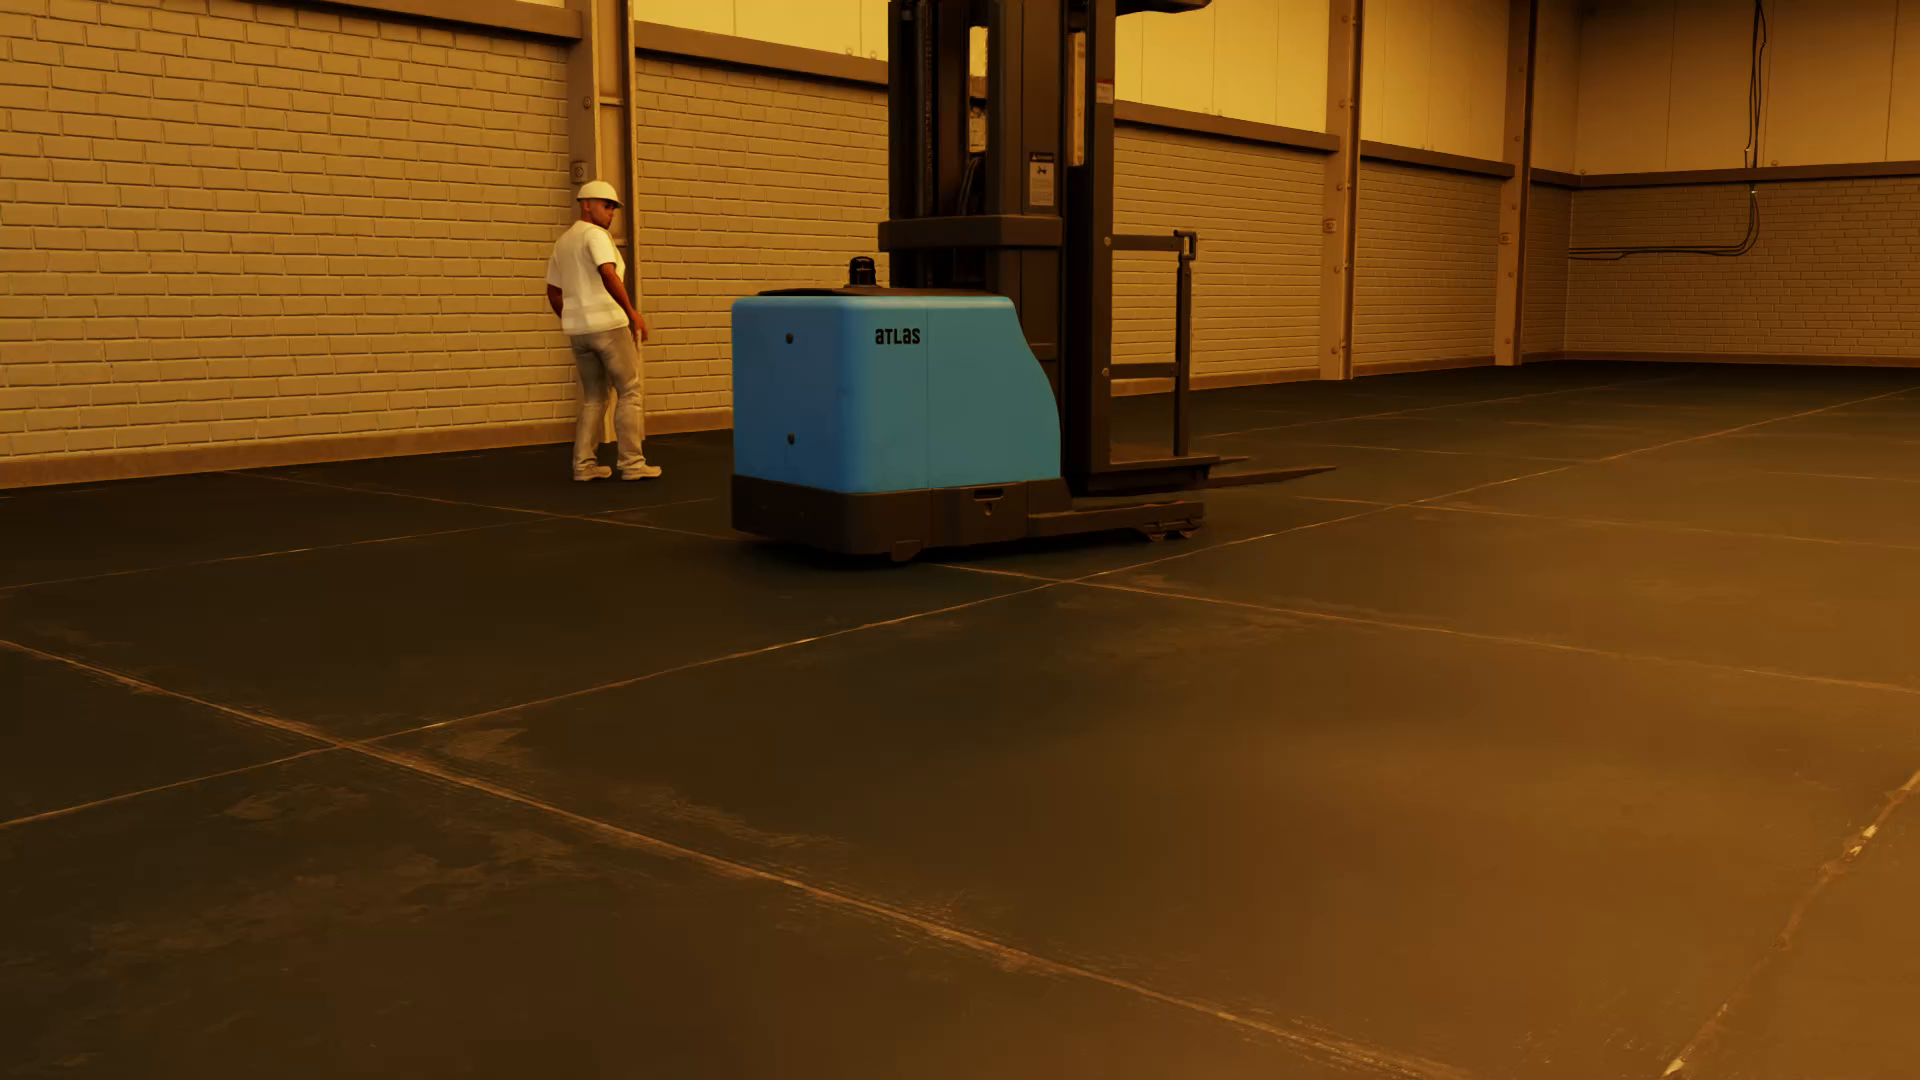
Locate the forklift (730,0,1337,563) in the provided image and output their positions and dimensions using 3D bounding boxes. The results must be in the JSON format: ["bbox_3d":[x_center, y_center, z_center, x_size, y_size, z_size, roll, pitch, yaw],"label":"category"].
[{"bbox_3d":[0.487,-1.505,7.567,3.031,2.935,1.130,-6,10,-36],"label":"forklift"}]

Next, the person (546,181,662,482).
[{"bbox_3d":[-2.085,-1.227,9.779,0.794,1.743,0.523,7,11,39],"label":"person"}]
